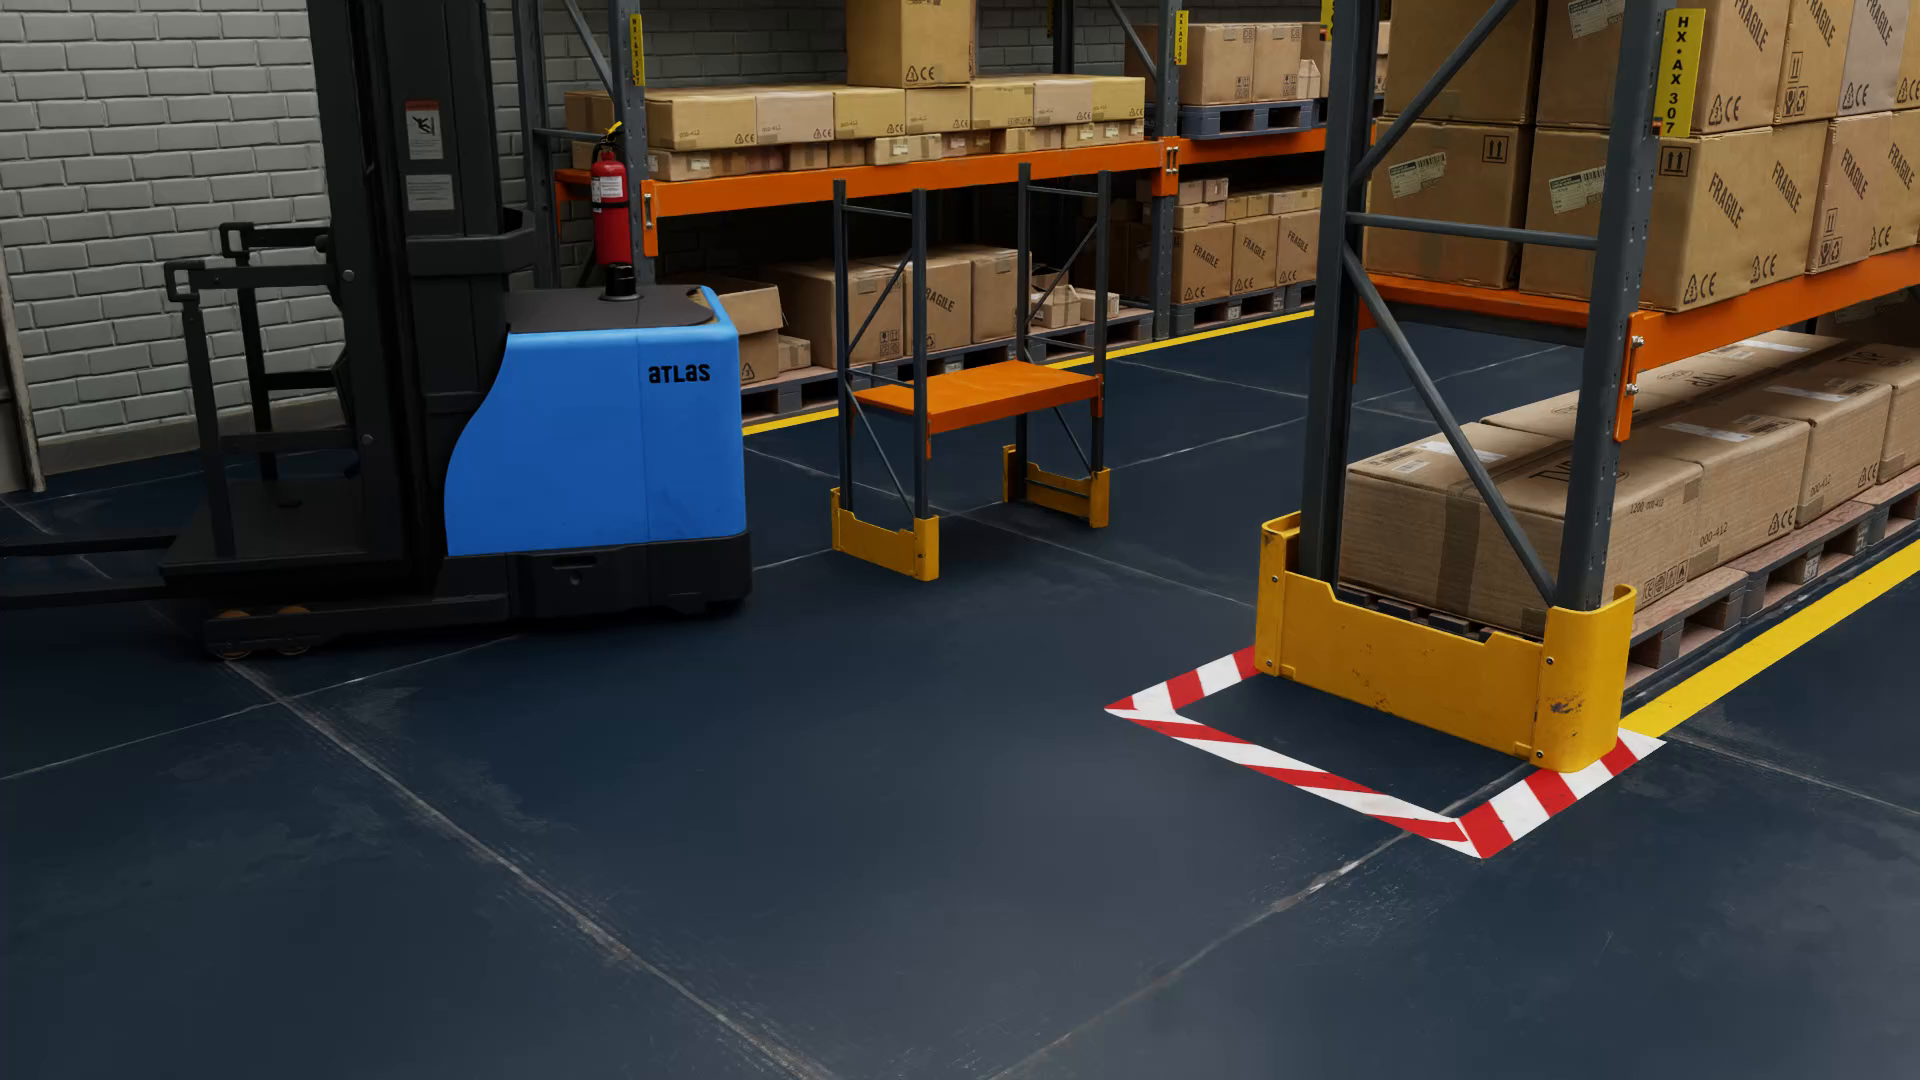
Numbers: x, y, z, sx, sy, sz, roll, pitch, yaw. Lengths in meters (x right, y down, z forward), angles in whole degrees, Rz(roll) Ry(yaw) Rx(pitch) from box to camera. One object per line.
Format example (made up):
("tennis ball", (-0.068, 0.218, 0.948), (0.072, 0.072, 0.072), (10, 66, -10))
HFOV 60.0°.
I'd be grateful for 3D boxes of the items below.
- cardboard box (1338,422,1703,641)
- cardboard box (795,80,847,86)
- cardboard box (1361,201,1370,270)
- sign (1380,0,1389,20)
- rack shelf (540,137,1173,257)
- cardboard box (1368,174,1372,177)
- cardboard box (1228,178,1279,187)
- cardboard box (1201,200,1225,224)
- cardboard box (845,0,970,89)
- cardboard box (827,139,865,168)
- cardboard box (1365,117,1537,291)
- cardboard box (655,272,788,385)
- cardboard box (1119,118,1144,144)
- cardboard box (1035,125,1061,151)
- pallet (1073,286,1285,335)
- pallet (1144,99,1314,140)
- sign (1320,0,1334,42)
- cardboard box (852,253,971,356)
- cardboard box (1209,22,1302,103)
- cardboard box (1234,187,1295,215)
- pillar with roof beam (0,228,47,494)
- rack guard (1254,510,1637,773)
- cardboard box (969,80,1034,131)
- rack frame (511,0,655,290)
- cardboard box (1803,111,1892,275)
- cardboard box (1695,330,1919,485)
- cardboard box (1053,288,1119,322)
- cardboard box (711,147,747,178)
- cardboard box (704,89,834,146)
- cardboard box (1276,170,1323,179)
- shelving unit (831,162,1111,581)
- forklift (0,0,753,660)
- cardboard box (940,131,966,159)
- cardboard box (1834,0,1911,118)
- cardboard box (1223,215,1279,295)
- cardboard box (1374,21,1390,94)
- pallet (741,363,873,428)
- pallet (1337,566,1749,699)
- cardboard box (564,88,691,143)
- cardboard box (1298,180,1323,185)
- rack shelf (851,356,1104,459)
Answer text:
("cardboard box", (1.927, -0.050, 5.749), (0.875, 0.438, 0.875), (17, 24, 42))
("cardboard box", (-0.626, -2.569, 9.806), (0.500, 0.250, 0.500), (-16, 24, -41))
("cardboard box", (3.007, -2.371, 12.807), (0.500, 0.500, 0.500), (-15, 23, -39))
("sign", (3.533, -4.388, 13.778), (0.005, 0.325, 0.100), (-16, 24, -41))
("rack shelf", (-0.443, -2.100, 9.765), (4.000, 0.370, 1.077), (-16, 24, -41))
("cardboard box", (3.333, -2.761, 12.956), (0.380, 0.149, 0.250), (17, 25, 42))
("cardboard box", (2.195, -2.659, 12.641), (0.380, 0.149, 0.250), (17, 24, 42))
("cardboard box", (1.601, -2.278, 11.466), (0.250, 0.149, 0.380), (-17, 25, -42))
("cardboard box", (-0.292, -2.799, 9.299), (0.500, 0.500, 0.500), (-15, 24, -39))
("cardboard box", (-0.734, -2.132, 9.105), (0.250, 0.149, 0.380), (-16, 24, -40))
("cardboard box", (1.685, -1.116, 5.401), (0.500, 0.500, 0.500), (-16, 24, -41))
("cardboard box", (-1.387, -1.139, 9.001), (0.797, 0.503, 0.637), (17, 24, 42))
("cardboard box", (0.952, -2.622, 10.617), (0.250, 0.149, 0.380), (-16, 24, -40))
("cardboard box", (0.396, -2.452, 10.092), (0.250, 0.149, 0.380), (-15, 24, -39))
("pallet", (1.575, -1.720, 11.949), (1.213, 0.211, 1.003), (-16, 24, -41))
("pallet", (1.666, -2.920, 11.437), (1.213, 0.211, 1.003), (-16, 24, -41))
("sign", (1.154, -1.695, 5.087), (0.005, 0.325, 0.100), (-16, 24, -41))
("cardboard box", (-0.286, -1.400, 9.810), (0.500, 0.500, 0.500), (-16, 24, -40))
("cardboard box", (1.891, -3.275, 11.381), (0.500, 0.500, 0.700), (-16, 24, -40))
("cardboard box", (2.177, -2.440, 11.968), (0.250, 0.149, 0.380), (-16, 24, -41))
("pillar with roof beam", (-1.517, -3.538, 3.307), (0.400, 9.000, 9.100), (-16, 24, -41))
("rack guard", (1.499, 0.287, 5.288), (0.348, 0.500, 1.175), (-16, 24, -41))
("cardboard box", (0.082, -2.561, 9.782), (0.500, 0.250, 0.500), (-16, 24, -41))
("rack frame", (-1.897, -2.018, 8.347), (0.127, 3.000, 1.000), (-16, 24, -41))
("cardboard box", (2.793, -1.209, 5.688), (0.500, 0.500, 0.500), (-16, 24, -41))
("cardboard box", (3.893, -0.626, 7.527), (0.875, 0.438, 0.875), (-17, 24, -42))
("cardboard box", (0.807, -1.526, 10.769), (0.380, 0.149, 0.250), (17, 25, 42))
("cardboard box", (-1.316, -1.971, 8.609), (0.250, 0.149, 0.380), (-15, 24, -39))
("cardboard box", (-1.016, -2.231, 8.764), (0.500, 0.250, 0.500), (-16, 24, -40))
("cardboard box", (2.725, -2.834, 13.184), (0.380, 0.149, 0.250), (17, 24, 41))
("shelving unit", (0.055, -0.730, 6.803), (1.083, 1.500, 0.587), (-16, 24, -41))
("forklift", (-2.344, -1.161, 5.815), (3.031, 2.935, 1.130), (-4, 18, -13))
("cardboard box", (-0.182, -2.299, 9.620), (0.250, 0.149, 0.380), (-16, 24, -41))
("cardboard box", (2.800, -1.690, 5.550), (0.500, 0.500, 0.500), (-16, 24, -41))
("cardboard box", (1.896, -2.044, 11.797), (0.500, 0.500, 0.500), (-17, 24, -42))
("cardboard box", (2.857, -3.575, 12.300), (0.637, 0.503, 0.797), (-17, 25, -42))
("pallet", (-1.263, -0.877, 9.348), (1.213, 0.211, 1.003), (-16, 24, -41))
("pallet", (2.044, 0.233, 5.925), (1.213, 0.211, 1.003), (-16, 24, -41))
("cardboard box", (-1.745, -2.246, 8.808), (0.500, 0.250, 0.500), (-15, 23, -39))
("cardboard box", (2.749, -2.597, 12.451), (0.380, 0.149, 0.250), (16, 24, 41))
("rack shelf", (0.062, -0.560, 6.865), (1.000, 0.185, 0.538), (-16, 24, -41))
